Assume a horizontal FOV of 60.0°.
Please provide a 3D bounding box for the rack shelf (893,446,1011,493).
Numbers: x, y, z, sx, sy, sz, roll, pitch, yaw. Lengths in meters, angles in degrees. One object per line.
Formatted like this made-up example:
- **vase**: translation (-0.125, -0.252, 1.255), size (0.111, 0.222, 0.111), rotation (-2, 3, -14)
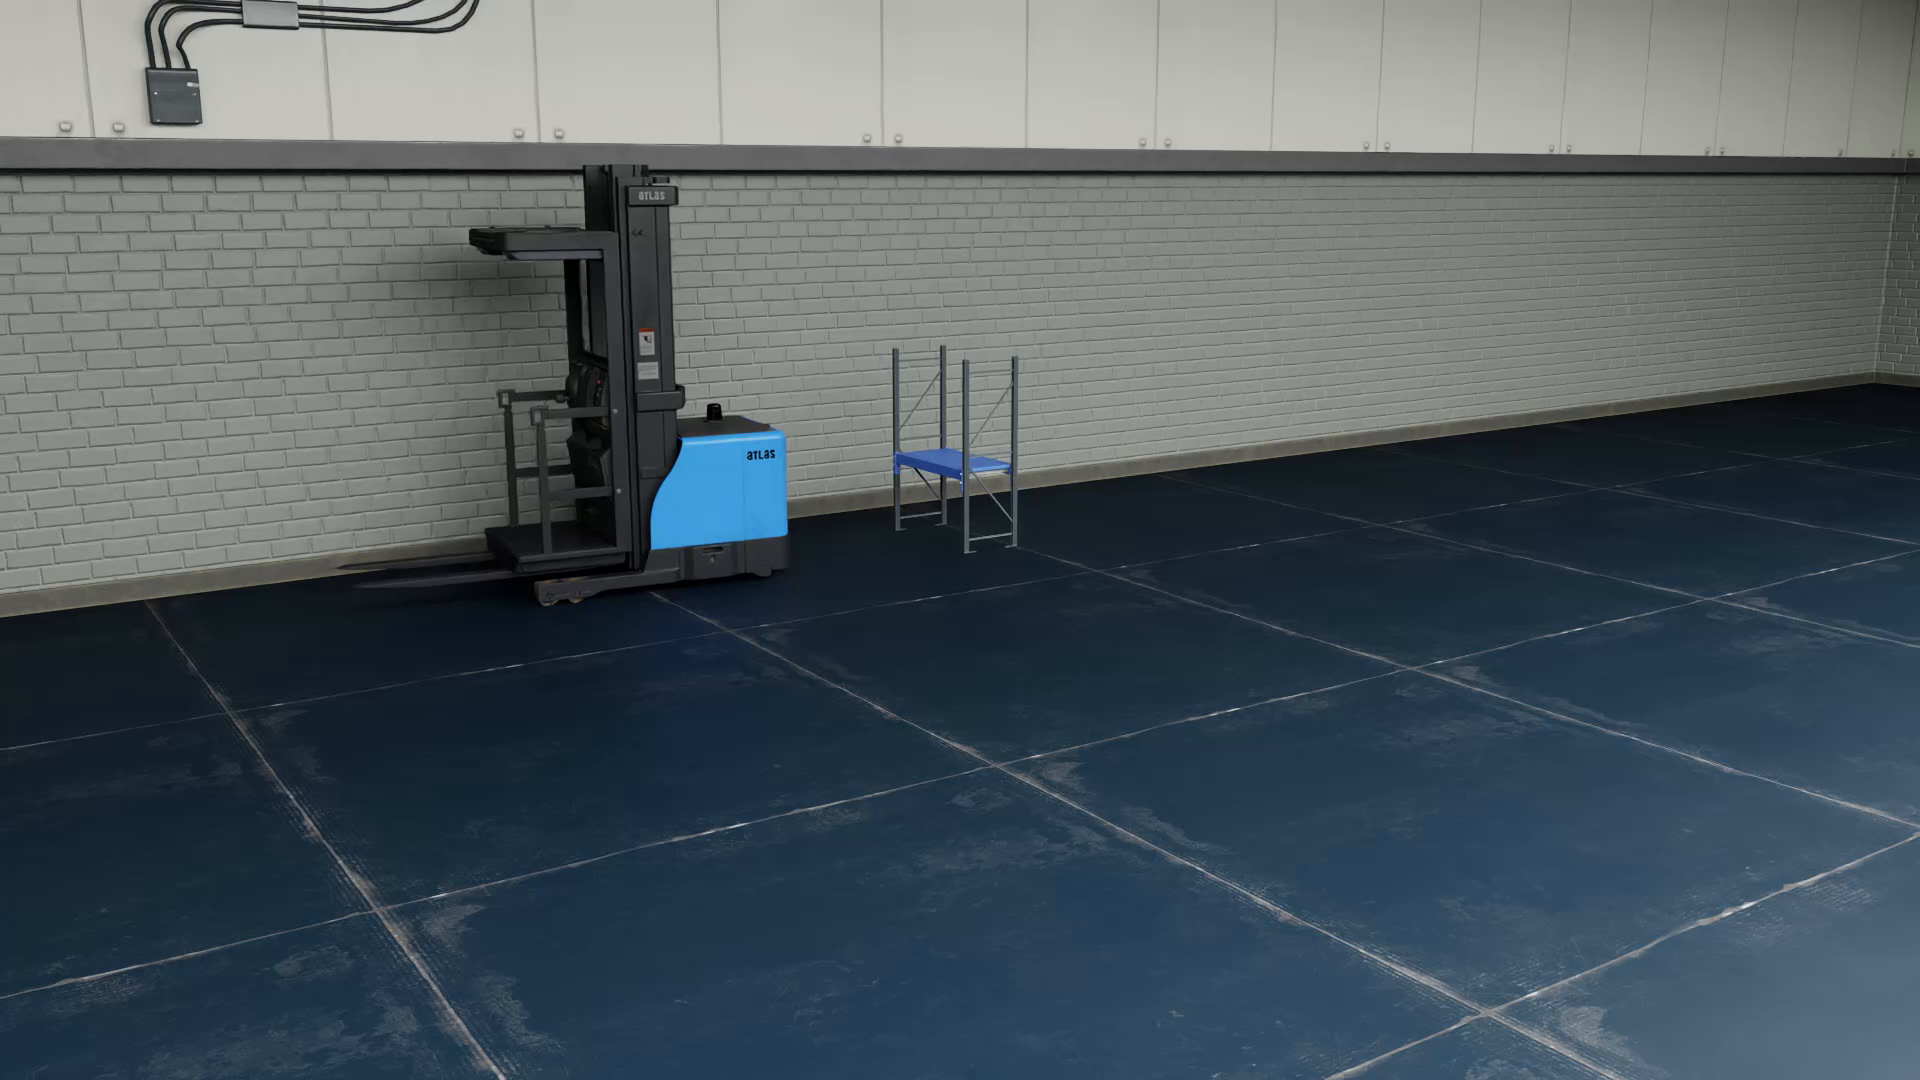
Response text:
- **rack shelf**: translation (-0.047, -0.572, 13.309), size (0.538, 0.185, 1.000), rotation (-8, 15, -33)

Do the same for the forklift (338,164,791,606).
- **forklift**: translation (-2.788, -1.112, 11.588), size (3.031, 2.935, 1.130), rotation (-6, 14, -27)

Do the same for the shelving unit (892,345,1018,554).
- **shelving unit**: translation (-0.047, -0.748, 13.271), size (0.538, 1.500, 1.048), rotation (-8, 15, -33)

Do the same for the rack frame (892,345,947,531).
- **rack frame**: translation (-0.329, -0.838, 13.684), size (0.500, 1.500, 0.032), rotation (-8, 15, -33)

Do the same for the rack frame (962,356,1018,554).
- **rack frame**: translation (0.234, -0.657, 12.857), size (0.500, 1.500, 0.032), rotation (-8, 15, -33)
